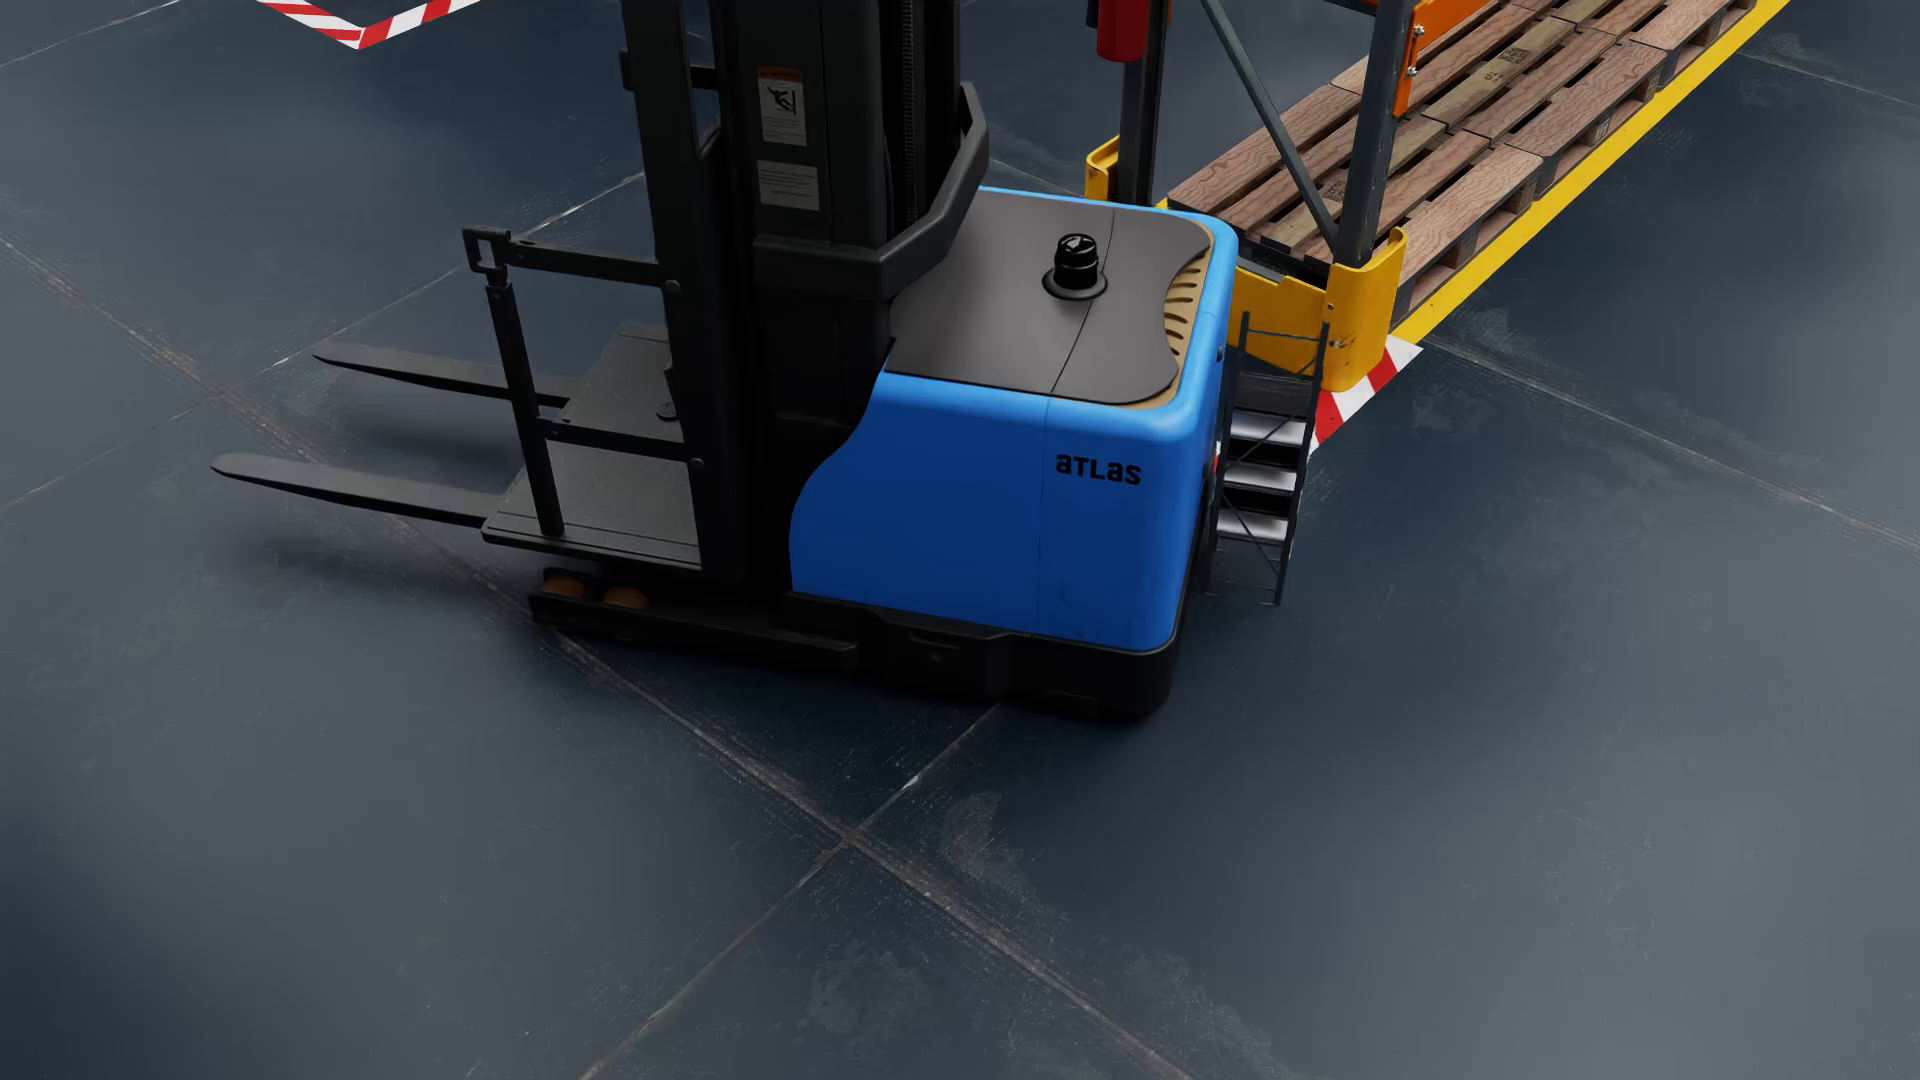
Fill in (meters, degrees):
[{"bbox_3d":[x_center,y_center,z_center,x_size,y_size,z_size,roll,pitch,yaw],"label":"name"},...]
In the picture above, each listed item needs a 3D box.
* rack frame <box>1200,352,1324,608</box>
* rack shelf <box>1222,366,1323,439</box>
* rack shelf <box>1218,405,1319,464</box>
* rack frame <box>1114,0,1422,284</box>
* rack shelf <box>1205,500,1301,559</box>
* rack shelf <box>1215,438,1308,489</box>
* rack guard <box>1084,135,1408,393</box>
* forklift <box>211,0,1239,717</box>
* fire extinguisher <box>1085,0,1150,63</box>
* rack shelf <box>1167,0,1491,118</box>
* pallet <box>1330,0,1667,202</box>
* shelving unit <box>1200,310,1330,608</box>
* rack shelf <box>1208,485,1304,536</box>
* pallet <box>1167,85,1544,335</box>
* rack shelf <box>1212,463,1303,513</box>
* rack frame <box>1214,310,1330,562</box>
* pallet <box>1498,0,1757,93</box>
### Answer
[{"bbox_3d":[0.851,-0.150,4.745,0.240,0.900,0.006,10,43,10],"label":"rack frame"},{"bbox_3d":[0.876,-0.391,4.659,0.258,0.077,0.200,10,43,10],"label":"rack shelf"},{"bbox_3d":[0.876,-0.325,4.720,0.258,0.077,0.200,10,43,10],"label":"rack shelf"},{"bbox_3d":[0.995,-1.966,5.182,1.000,3.000,0.127,29,50,28],"label":"rack frame"},{"bbox_3d":[0.875,-0.058,4.962,0.258,0.077,0.200,10,43,10],"label":"rack shelf"},{"bbox_3d":[0.875,-0.258,4.780,0.258,0.077,0.200,10,43,10],"label":"rack shelf"},{"bbox_3d":[0.990,-1.023,6.004,1.175,0.500,0.348,29,50,28],"label":"rack guard"},{"bbox_3d":[-0.783,-1.119,4.302,3.031,2.935,1.130,9,43,10],"label":"forklift"},{"bbox_3d":[0.550,-1.918,5.465,0.296,0.674,0.183,29,50,28],"label":"fire extinguisher"},{"bbox_3d":[2.282,-2.730,6.557,1.077,0.370,4.000,29,50,28],"label":"rack shelf"},{"bbox_3d":[2.341,-1.967,7.257,1.003,0.211,1.213,29,50,28],"label":"pallet"},{"bbox_3d":[0.875,-0.216,4.818,0.258,0.900,0.210,10,43,10],"label":"shelving unit"},{"bbox_3d":[0.875,-0.125,4.901,0.258,0.077,0.200,10,43,10],"label":"rack shelf"},{"bbox_3d":[1.555,-1.342,6.569,1.003,0.211,1.213,29,50,28],"label":"pallet"},{"bbox_3d":[0.875,-0.192,4.841,0.258,0.077,0.200,10,43,10],"label":"rack shelf"},{"bbox_3d":[0.900,-0.283,4.891,0.240,0.900,0.006,10,43,10],"label":"rack frame"},{"bbox_3d":[3.126,-2.598,7.951,1.003,0.211,1.213,29,50,28],"label":"pallet"}]
